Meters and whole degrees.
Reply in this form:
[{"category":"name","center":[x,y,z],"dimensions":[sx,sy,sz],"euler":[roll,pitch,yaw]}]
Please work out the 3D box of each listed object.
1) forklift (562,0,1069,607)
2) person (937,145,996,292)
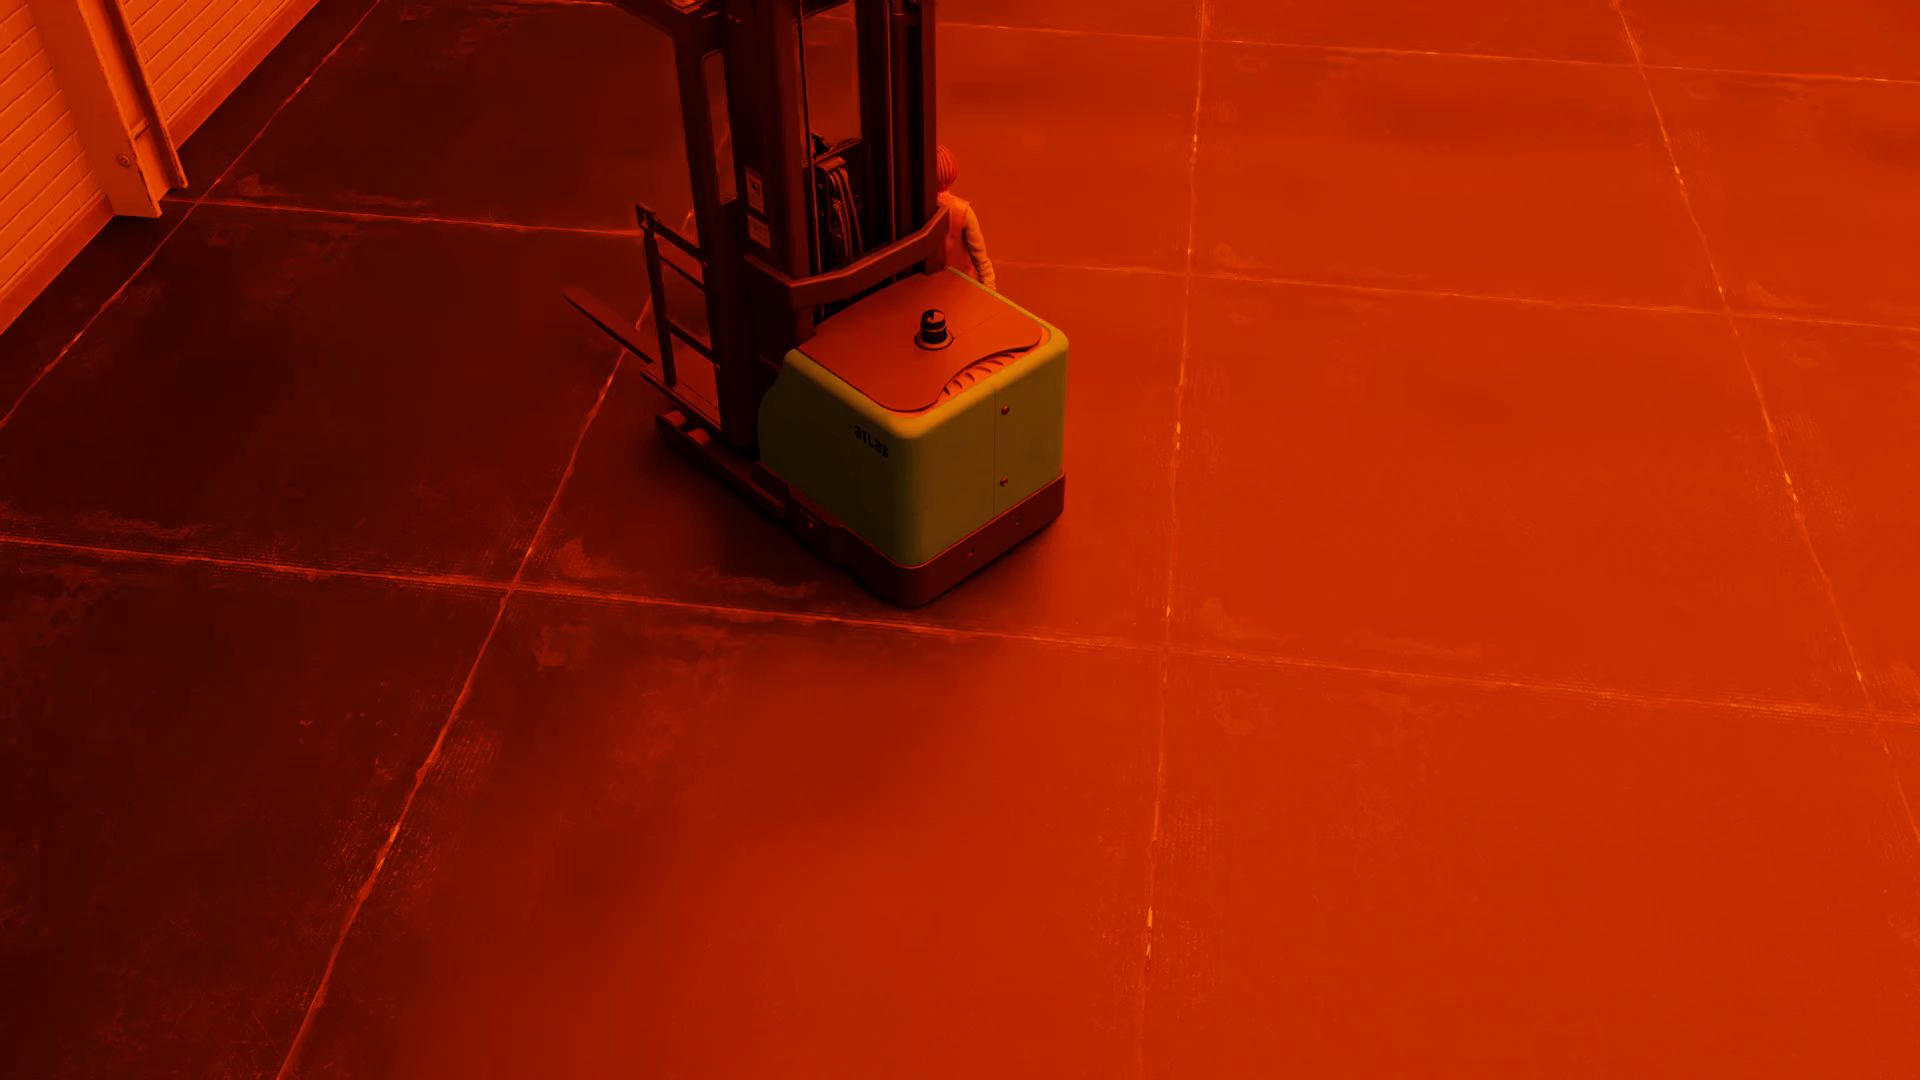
[{"category":"forklift","center":[-0.882,-1.685,7.558],"dimensions":[1.130,2.935,3.031],"euler":[-33,52,-30]},{"category":"person","center":[-0.036,-1.266,8.117],"dimensions":[0.575,1.510,0.862],"euler":[10,44,11]}]
